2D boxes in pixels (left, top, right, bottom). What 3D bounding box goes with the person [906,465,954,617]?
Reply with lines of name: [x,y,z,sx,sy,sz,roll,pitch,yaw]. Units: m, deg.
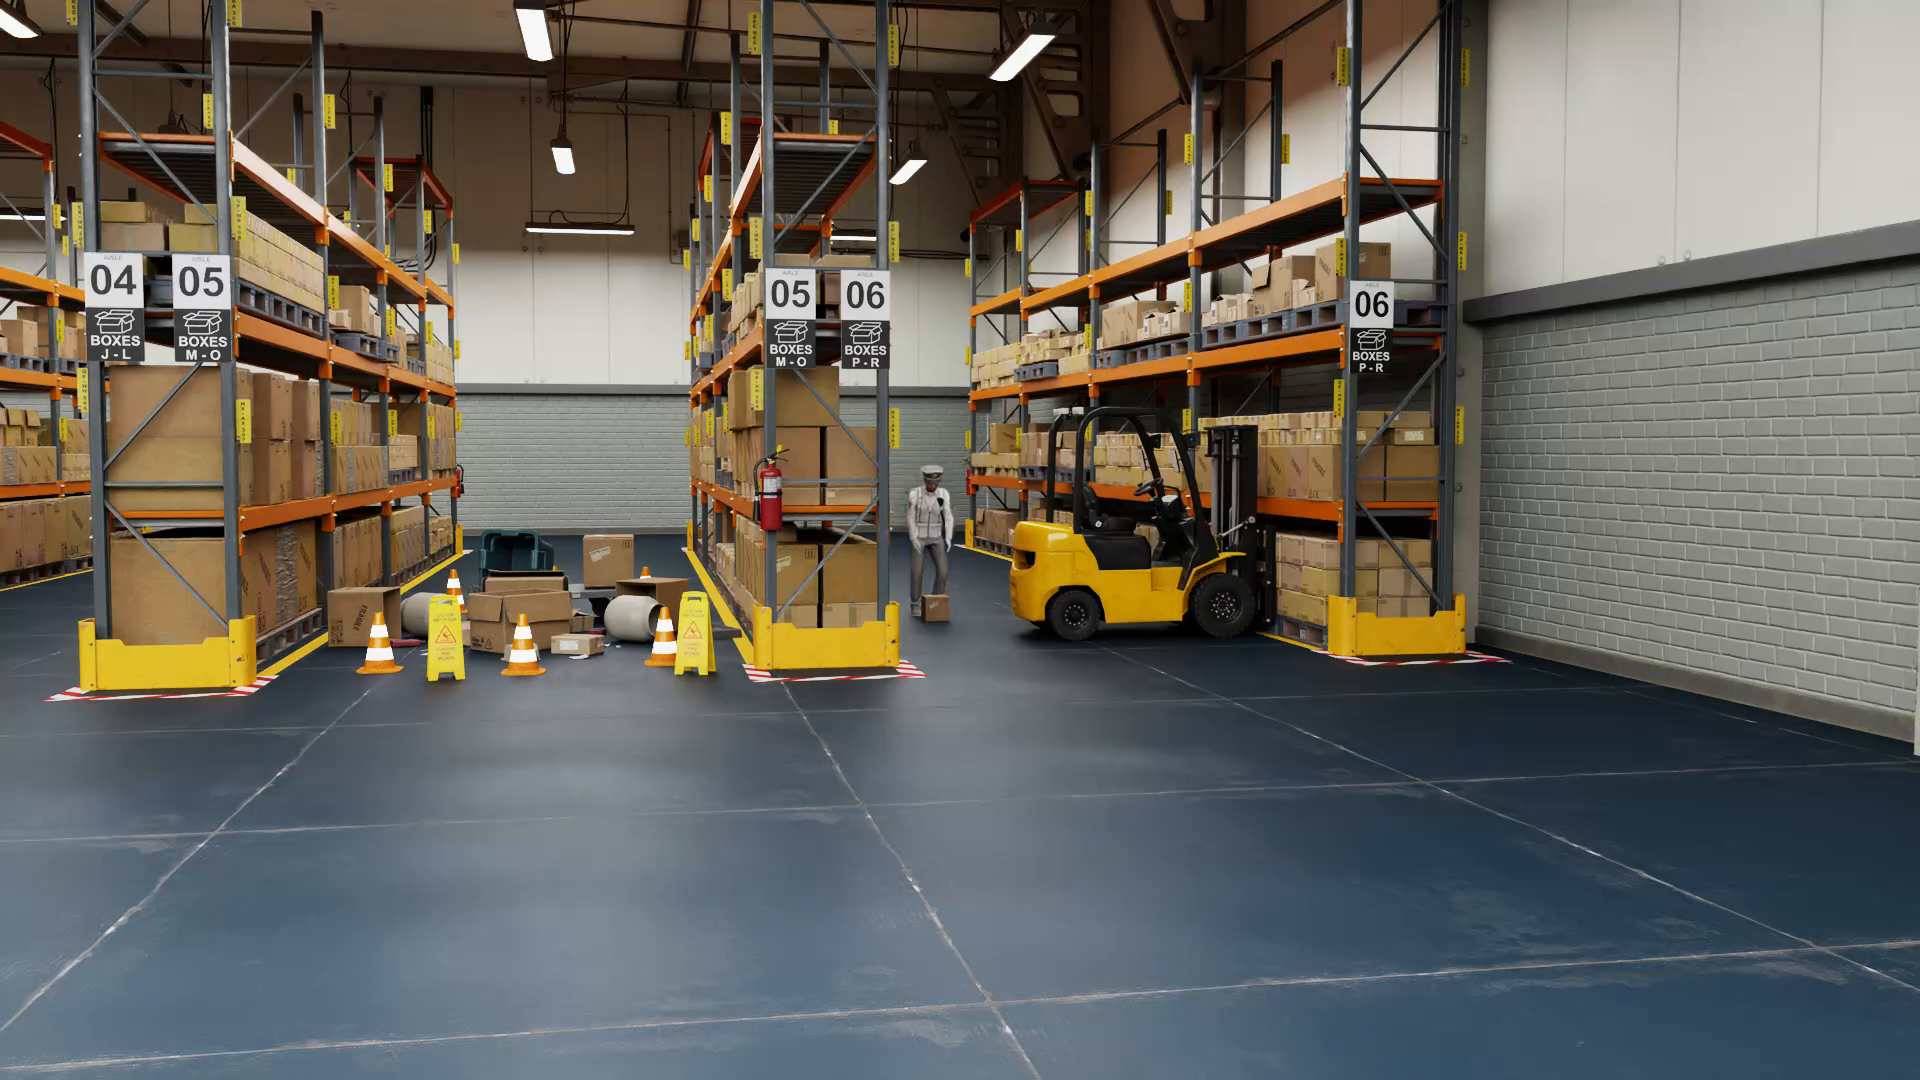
person: [-0.314,0.011,17.608,0.508,1.604,0.485,-1,3,-10]
